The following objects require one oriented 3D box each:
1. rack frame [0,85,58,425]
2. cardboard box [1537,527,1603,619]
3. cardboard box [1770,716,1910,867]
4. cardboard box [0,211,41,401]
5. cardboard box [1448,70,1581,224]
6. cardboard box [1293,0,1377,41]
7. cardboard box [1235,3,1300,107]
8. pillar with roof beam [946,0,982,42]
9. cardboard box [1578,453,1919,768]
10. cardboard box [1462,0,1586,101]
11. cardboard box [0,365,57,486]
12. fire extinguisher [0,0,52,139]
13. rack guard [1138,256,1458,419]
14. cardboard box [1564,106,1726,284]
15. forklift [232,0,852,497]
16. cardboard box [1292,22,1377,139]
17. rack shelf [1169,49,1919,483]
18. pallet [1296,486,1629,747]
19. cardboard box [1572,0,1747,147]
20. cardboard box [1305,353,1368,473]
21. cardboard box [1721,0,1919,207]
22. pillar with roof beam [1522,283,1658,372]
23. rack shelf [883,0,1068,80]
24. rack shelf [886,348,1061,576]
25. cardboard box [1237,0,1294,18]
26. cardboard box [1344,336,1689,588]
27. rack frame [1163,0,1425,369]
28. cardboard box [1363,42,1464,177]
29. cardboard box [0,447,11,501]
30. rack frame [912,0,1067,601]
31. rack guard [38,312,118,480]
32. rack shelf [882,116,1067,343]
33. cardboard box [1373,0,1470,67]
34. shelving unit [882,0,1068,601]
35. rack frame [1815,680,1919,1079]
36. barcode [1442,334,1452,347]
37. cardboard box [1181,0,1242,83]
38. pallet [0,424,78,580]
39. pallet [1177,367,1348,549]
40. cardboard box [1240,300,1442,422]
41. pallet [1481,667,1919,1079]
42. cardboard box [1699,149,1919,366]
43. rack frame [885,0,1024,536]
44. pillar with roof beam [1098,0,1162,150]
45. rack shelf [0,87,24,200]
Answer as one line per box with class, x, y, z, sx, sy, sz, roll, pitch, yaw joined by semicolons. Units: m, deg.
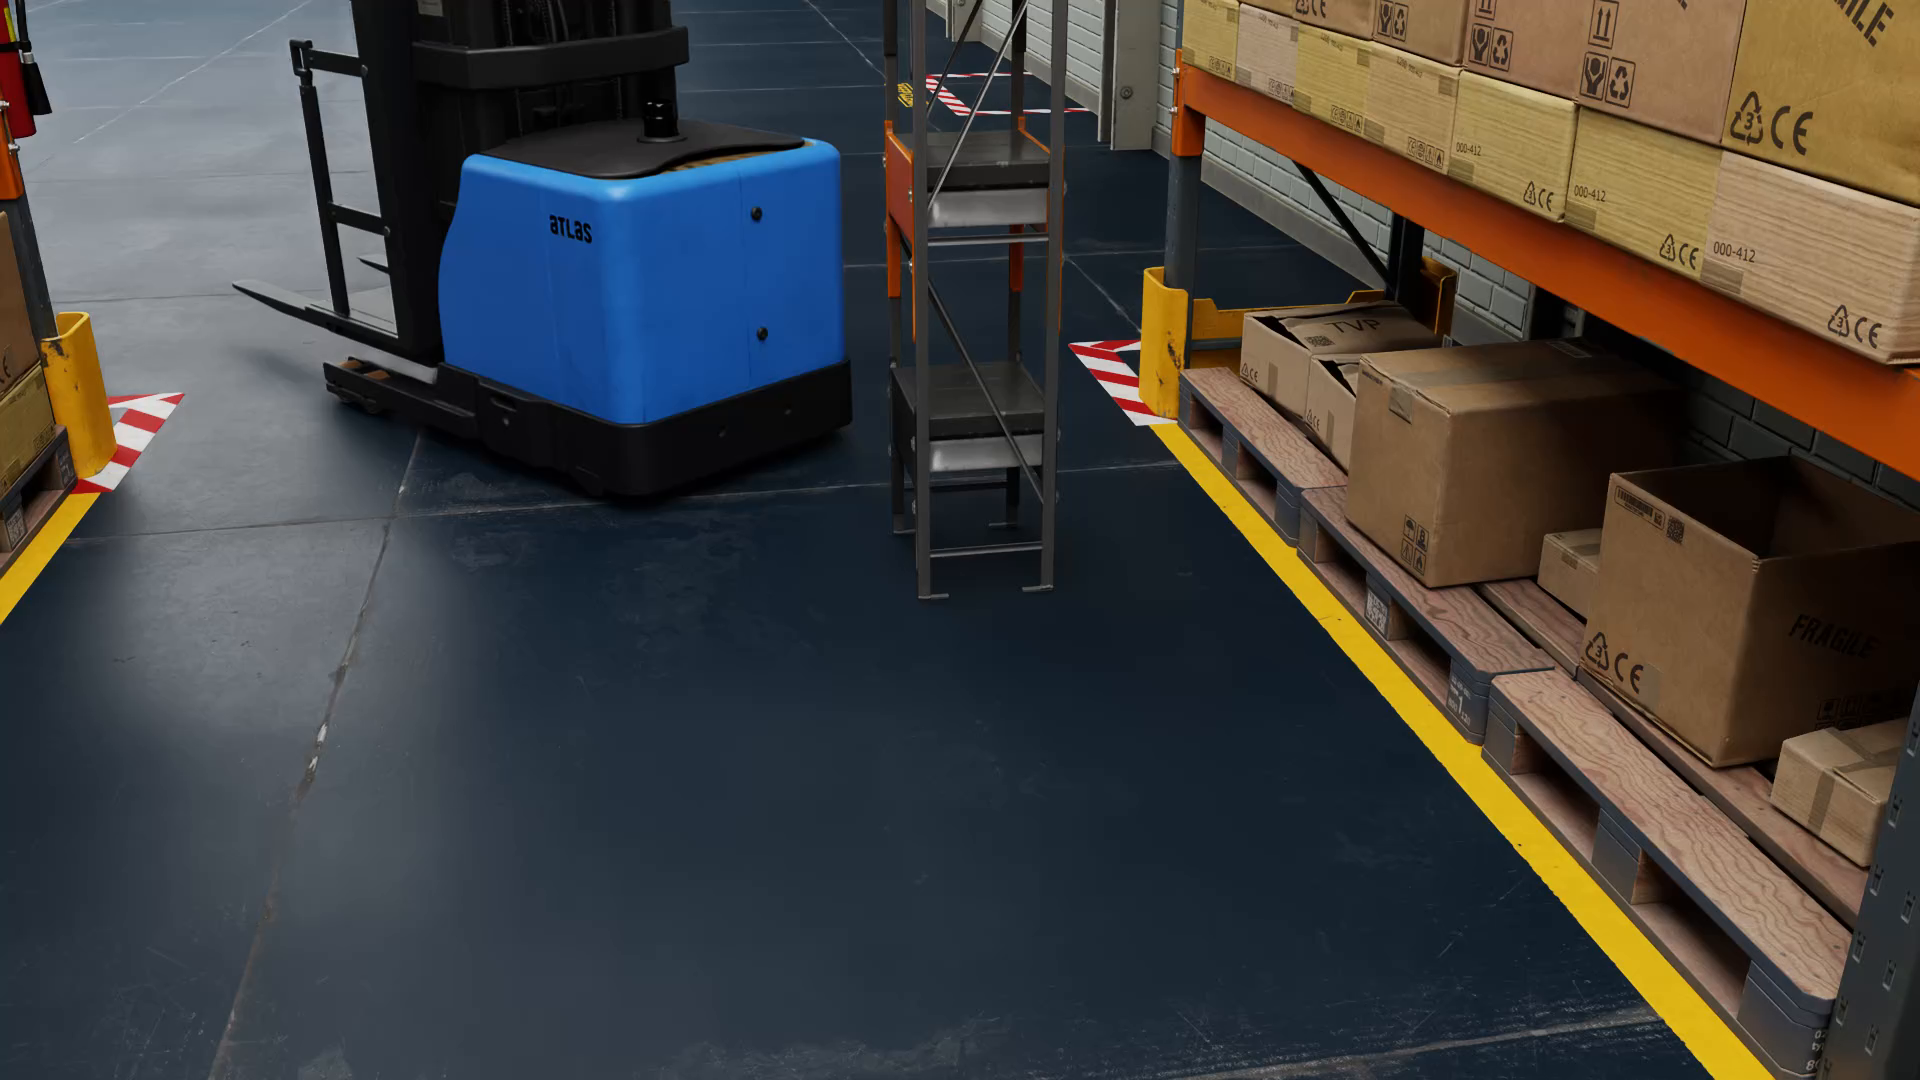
rack frame;-3.583;-1.601;5.168;1.000;3.000;0.127;-4;24;-10
cardboard box;1.748;0.079;4.335;0.380;0.149;0.250;-6;24;-14
cardboard box;1.896;0.493;3.364;0.380;0.166;0.250;-8;25;-17
cardboard box;-3.192;-0.688;5.051;0.500;0.500;0.500;-4;24;-10
cardboard box;1.446;-0.893;3.710;0.500;0.250;0.500;-4;24;-10
cardboard box;1.248;-1.644;4.492;0.500;0.500;0.500;-5;24;-11
cardboard box;1.173;-1.491;5.078;0.500;0.250;0.500;-5;24;-11
pillar with roof beam;-4.186;-8.908;14.404;9.100;9.000;0.400;-4;24;-10
cardboard box;1.793;0.143;3.748;0.500;0.500;0.500;-6;24;-14
cardboard box;1.452;-1.238;3.561;0.500;0.500;0.500;-5;24;-11
cardboard box;-3.194;-0.344;5.201;0.500;0.250;0.500;-4;24;-10
fire extinguisher;-3.149;-1.646;5.368;0.296;0.674;0.183;-4;24;-10
rack guard;1.298;-0.794;6.442;1.175;0.500;0.348;-4;24;-10
cardboard box;1.555;-0.697;3.260;0.500;0.250;0.500;-4;24;-10
forklift;-1.831;-1.962;6.079;3.031;2.935;1.130;20;30;37
cardboard box;1.261;-1.290;4.618;0.500;0.250;0.500;-5;24;-11
rack shelf;1.654;-0.853;4.353;1.077;0.370;4.000;-4;24;-10
pallet;1.636;0.140;4.666;1.003;0.211;1.213;-4;24;-10
cardboard box;1.535;-1.039;3.106;0.500;0.500;0.500;-4;24;-10
cardboard box;1.429;-0.435;5.309;0.500;0.311;0.500;-2;24;-5
cardboard box;1.633;-0.843;2.657;0.500;0.500;0.500;-4;24;-10
pillar with roof beam;-1.967;-4.188;3.597;9.100;9.000;0.400;-4;24;-10
rack shelf;0.031;-1.526;4.406;0.431;0.518;0.480;-4;24;-10
rack shelf;0.031;-0.243;4.966;0.431;0.518;0.480;-4;24;-10
cardboard box;1.159;-1.848;4.959;0.500;0.500;0.500;-4;24;-10
cardboard box;1.516;-0.230;4.602;0.700;0.500;0.500;-6;24;-13
rack frame;1.284;-1.969;6.011;1.000;3.000;0.127;-4;24;-10
cardboard box;1.352;-1.091;4.163;0.500;0.250;0.500;-4;24;-9
cardboard box;-3.089;-0.148;4.753;0.500;0.250;0.500;-4;24;-10
rack frame;0.076;-0.801;4.461;0.400;2.100;0.015;-4;24;-10
rack guard;-3.588;-0.465;5.690;1.175;0.500;0.348;-4;24;-10
rack shelf;0.031;-0.885;4.686;0.431;0.518;0.480;-4;24;-10
cardboard box;1.355;-1.442;4.030;0.500;0.500;0.500;-4;24;-8
shelving unit;0.031;-0.897;4.681;0.431;2.100;0.503;-4;24;-10
rack frame;2.021;-0.395;2.408;0.949;2.616;0.053;-4;24;-10
barcode;1.720;-0.686;5.872;0.001;0.075;0.075;-4;24;-10
cardboard box;1.063;-1.694;5.543;0.500;0.250;0.500;-5;24;-11
pallet;-3.401;-0.025;5.044;1.003;0.211;1.213;-4;24;-10
pallet;1.414;-0.339;5.763;1.003;0.211;1.213;-4;24;-10
cardboard box;1.324;-0.660;5.822;0.500;0.311;0.500;-7;25;-16
pallet;1.865;0.621;3.565;1.003;0.211;1.213;-4;24;-10
cardboard box;1.639;-0.500;2.809;0.500;0.250;0.500;-4;24;-10
rack frame;-0.015;-0.993;4.900;0.400;2.100;0.015;-4;24;-10
pillar with roof beam;-3.076;-6.548;9.000;9.100;9.000;0.400;-4;24;-10
rack shelf;-3.213;-0.485;3.511;1.077;0.370;4.000;-4;24;-10
